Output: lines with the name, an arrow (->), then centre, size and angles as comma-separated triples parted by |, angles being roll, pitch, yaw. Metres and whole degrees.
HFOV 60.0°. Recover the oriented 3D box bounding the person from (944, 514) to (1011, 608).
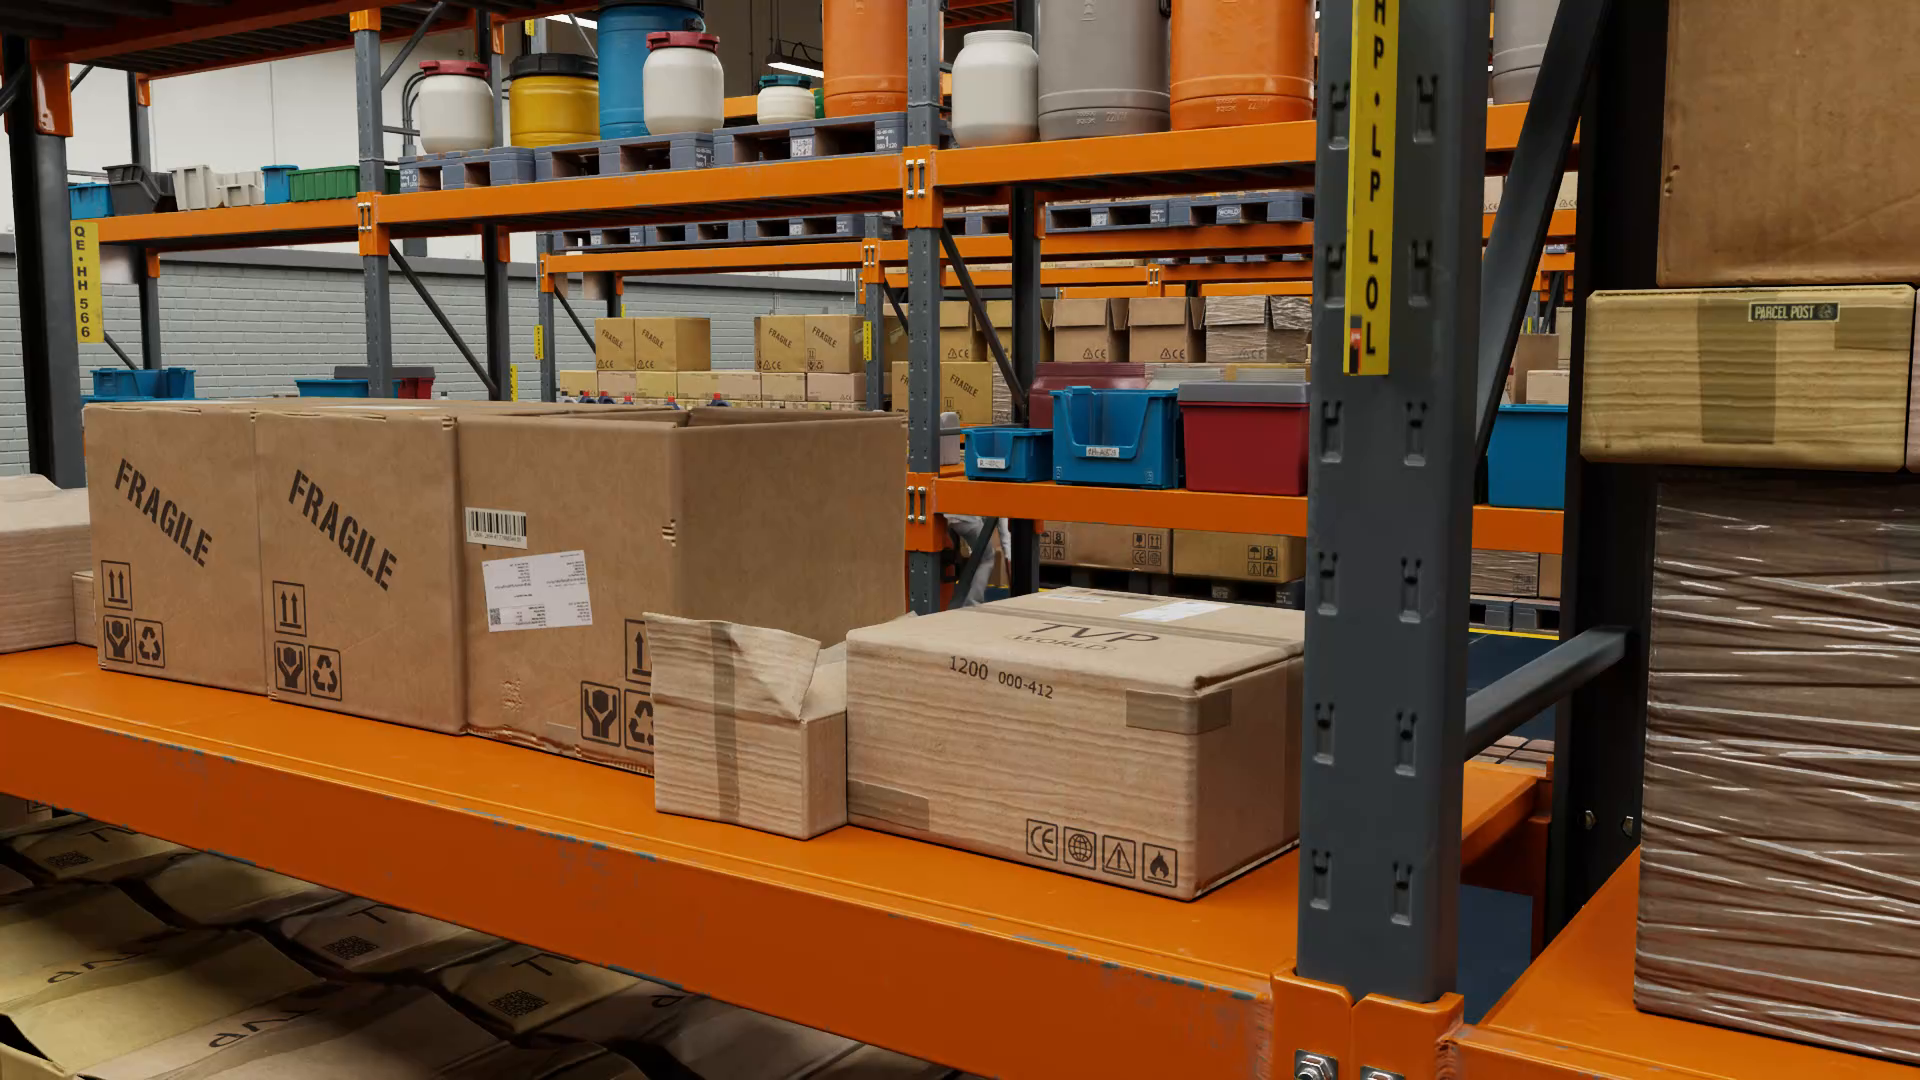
person -> 0.123, 0.083, 11.638 | 0.396, 0.990, 0.871 | 4, 8, 31
